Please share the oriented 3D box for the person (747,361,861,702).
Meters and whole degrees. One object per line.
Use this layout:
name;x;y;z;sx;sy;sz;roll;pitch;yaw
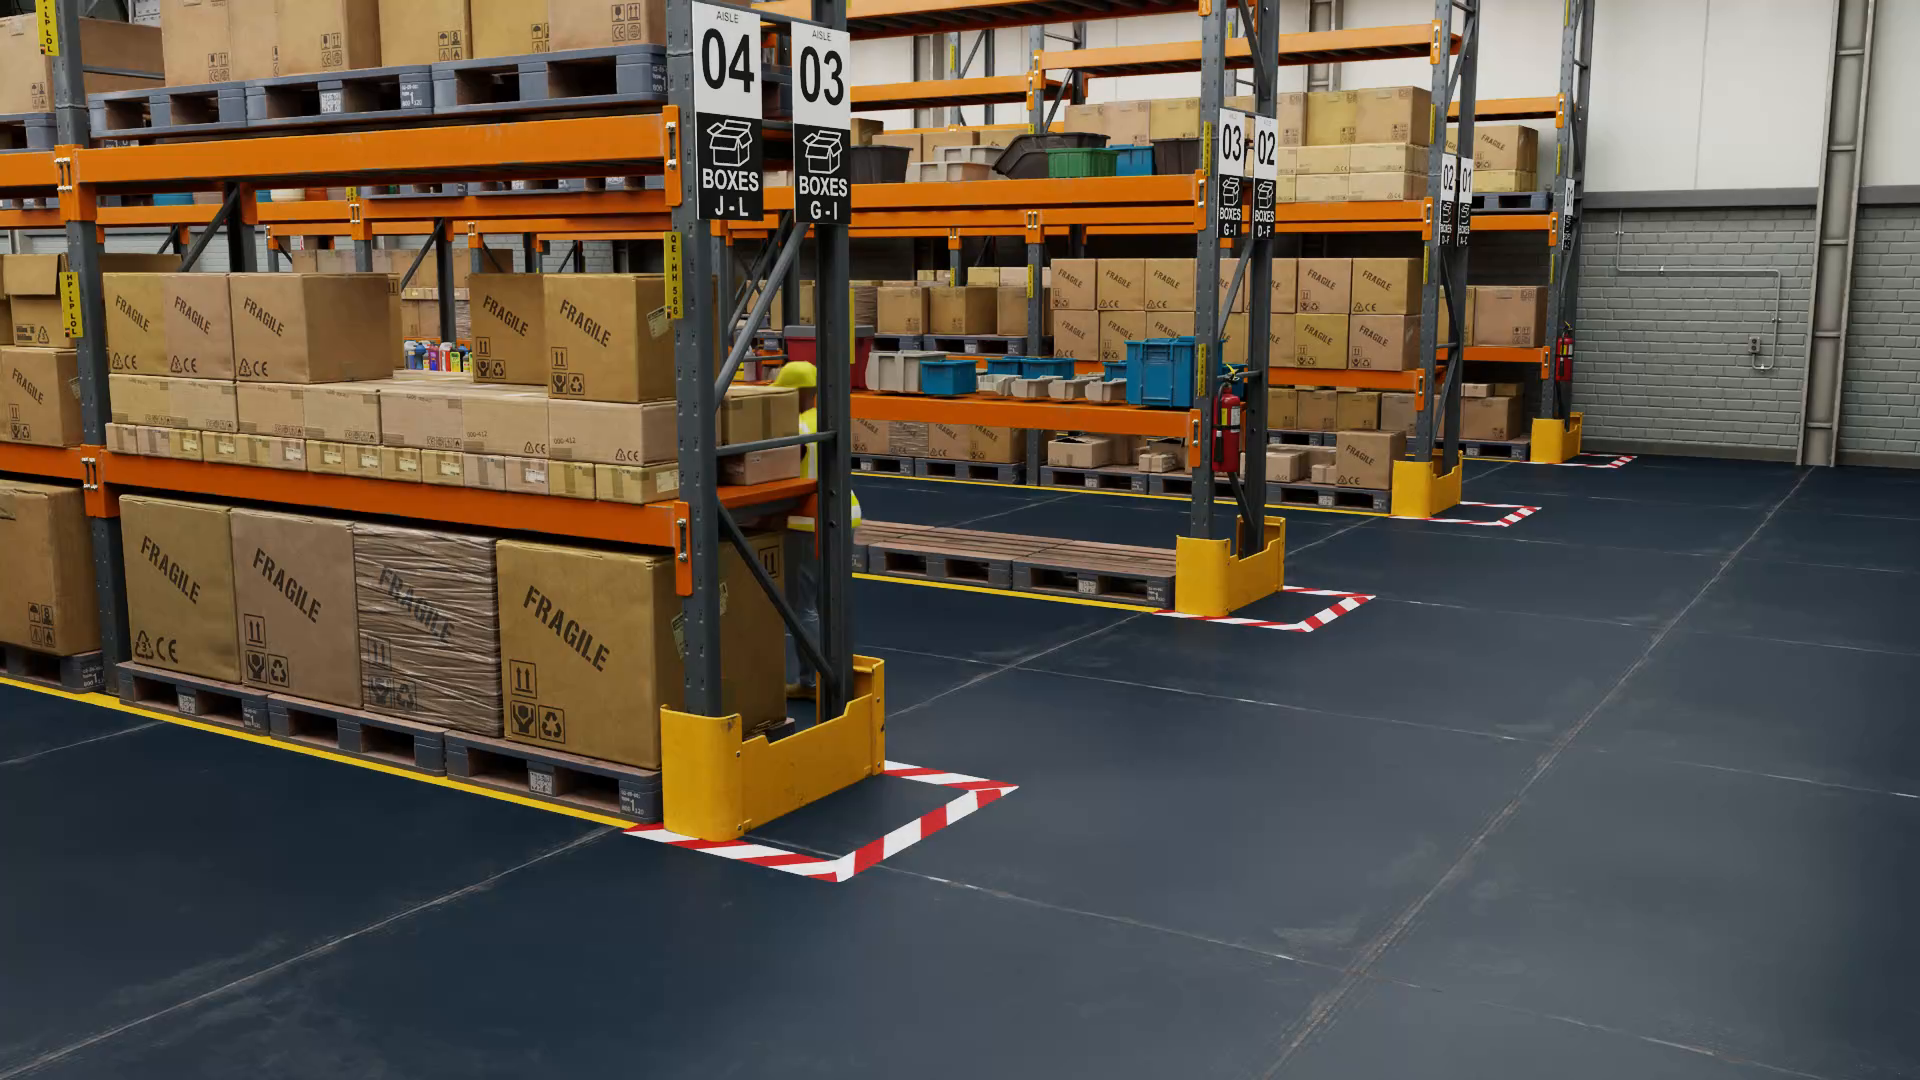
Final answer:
person;-0.829;-0.058;8.704;0.583;1.750;0.505;5;11;30
